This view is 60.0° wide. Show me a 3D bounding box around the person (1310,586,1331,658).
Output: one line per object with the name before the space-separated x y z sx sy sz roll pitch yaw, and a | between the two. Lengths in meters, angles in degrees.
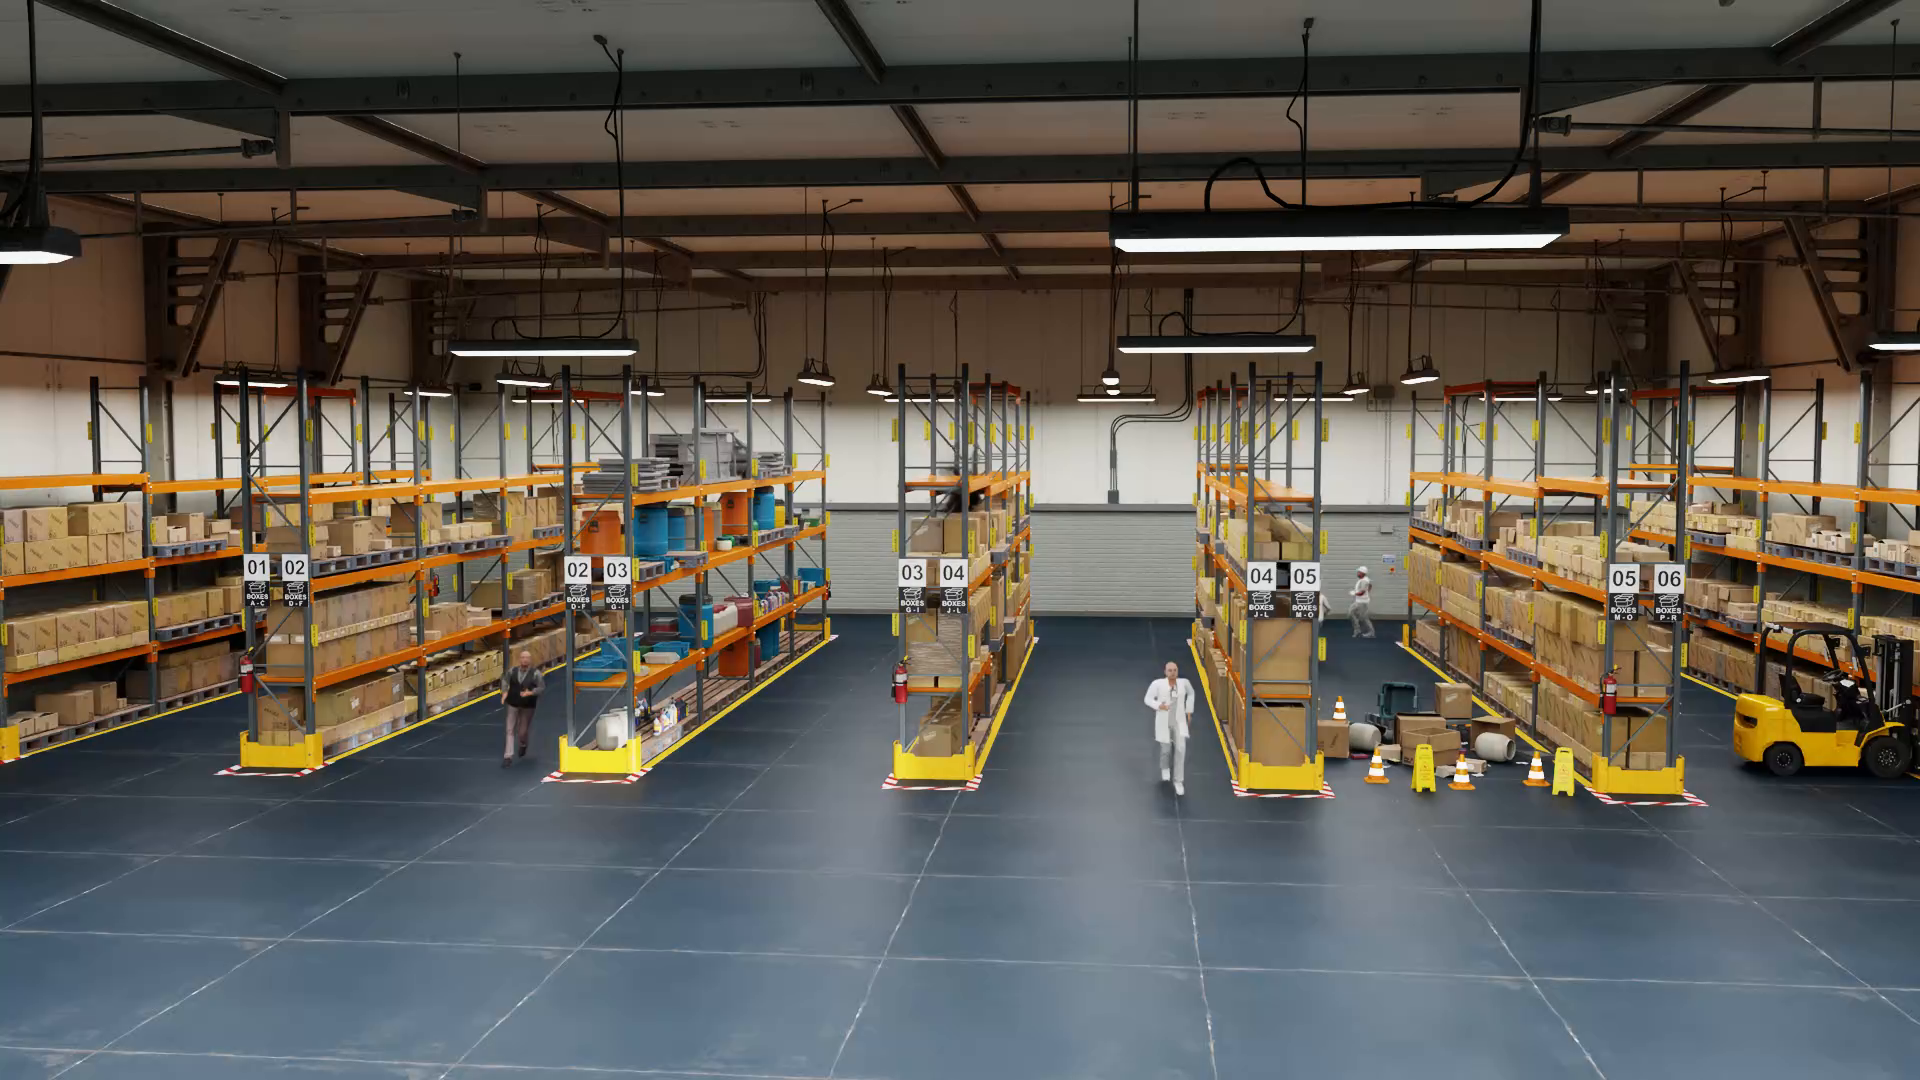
person | 7.841 1.774 36.822 0.668 1.737 0.783 0 4 -4

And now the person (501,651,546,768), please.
person | -6.596 2.520 25.095 0.687 1.692 0.968 0 4 -5

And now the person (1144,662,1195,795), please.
person | 2.970 2.610 23.486 0.741 1.799 1.020 0 4 -1

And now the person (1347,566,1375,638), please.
person | 9.781 1.532 40.421 0.654 1.793 0.690 0 4 2
